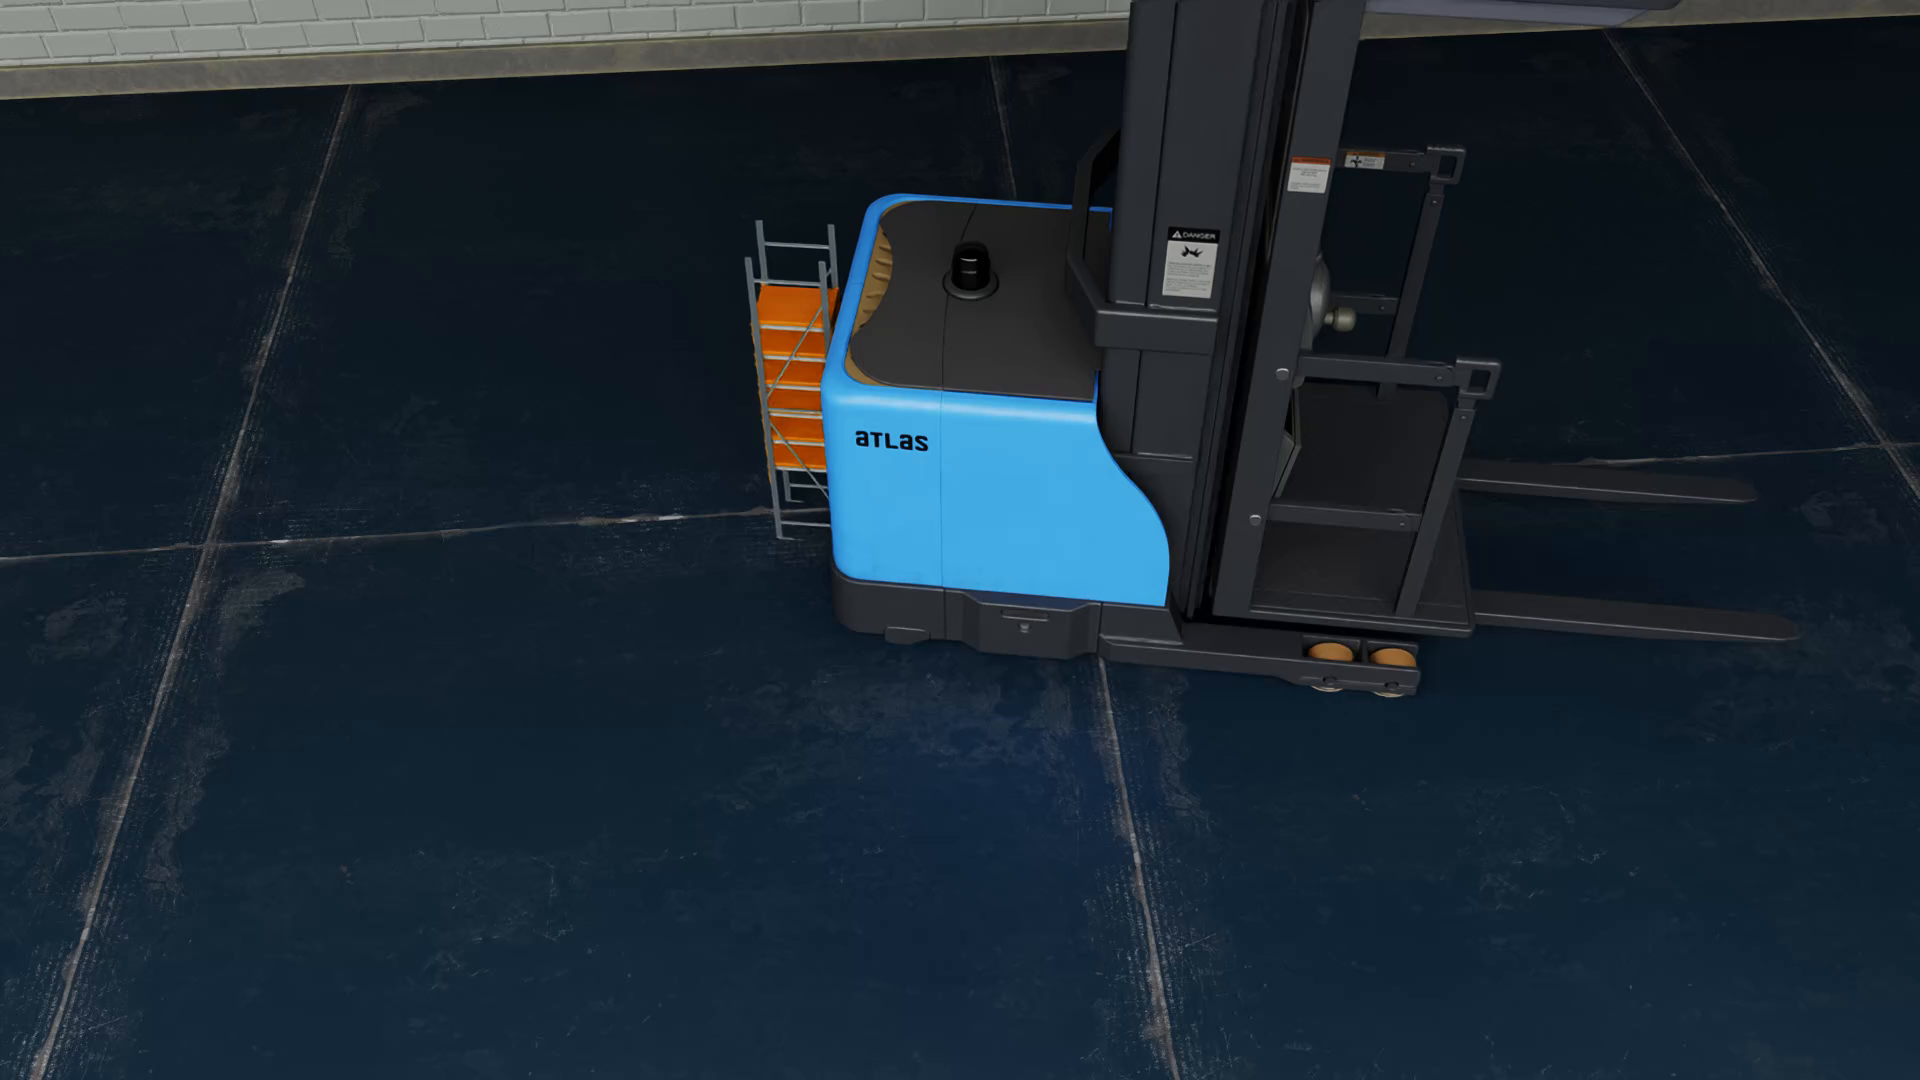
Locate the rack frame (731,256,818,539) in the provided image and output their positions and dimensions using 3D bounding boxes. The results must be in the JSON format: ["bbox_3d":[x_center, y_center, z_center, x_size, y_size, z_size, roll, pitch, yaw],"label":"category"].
[{"bbox_3d":[-0.555,-0.414,5.315,0.240,1.200,0.006,4,47,4],"label":"rack frame"}]

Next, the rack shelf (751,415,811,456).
[{"bbox_3d":[-0.546,-0.367,5.497,0.258,0.103,0.180,4,47,4],"label":"rack shelf"}]

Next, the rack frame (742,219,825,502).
[{"bbox_3d":[-0.538,-0.546,5.441,0.240,1.200,0.006,4,47,4],"label":"rack frame"}]

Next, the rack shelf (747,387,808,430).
[{"bbox_3d":[-0.546,-0.449,5.410,0.258,0.103,0.180,4,47,4],"label":"rack shelf"}]

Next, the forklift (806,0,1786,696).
[{"bbox_3d":[1.099,-0.923,4.606,3.031,2.935,1.130,5,47,5],"label":"forklift"}]

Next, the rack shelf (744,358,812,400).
[{"bbox_3d":[-0.546,-0.532,5.323,0.258,0.103,0.180,4,47,4],"label":"rack shelf"}]

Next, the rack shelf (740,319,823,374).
[{"bbox_3d":[-0.546,-0.614,5.236,0.258,0.103,0.180,4,47,4],"label":"rack shelf"}]

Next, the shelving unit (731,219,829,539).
[{"bbox_3d":[-0.546,-0.480,5.378,0.258,1.200,0.189,4,47,4],"label":"shelving unit"}]

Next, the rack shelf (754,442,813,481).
[{"bbox_3d":[-0.546,-0.284,5.584,0.258,0.103,0.180,4,47,4],"label":"rack shelf"}]

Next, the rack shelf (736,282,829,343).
[{"bbox_3d":[-0.546,-0.697,5.149,0.258,0.103,0.180,4,47,4],"label":"rack shelf"}]
